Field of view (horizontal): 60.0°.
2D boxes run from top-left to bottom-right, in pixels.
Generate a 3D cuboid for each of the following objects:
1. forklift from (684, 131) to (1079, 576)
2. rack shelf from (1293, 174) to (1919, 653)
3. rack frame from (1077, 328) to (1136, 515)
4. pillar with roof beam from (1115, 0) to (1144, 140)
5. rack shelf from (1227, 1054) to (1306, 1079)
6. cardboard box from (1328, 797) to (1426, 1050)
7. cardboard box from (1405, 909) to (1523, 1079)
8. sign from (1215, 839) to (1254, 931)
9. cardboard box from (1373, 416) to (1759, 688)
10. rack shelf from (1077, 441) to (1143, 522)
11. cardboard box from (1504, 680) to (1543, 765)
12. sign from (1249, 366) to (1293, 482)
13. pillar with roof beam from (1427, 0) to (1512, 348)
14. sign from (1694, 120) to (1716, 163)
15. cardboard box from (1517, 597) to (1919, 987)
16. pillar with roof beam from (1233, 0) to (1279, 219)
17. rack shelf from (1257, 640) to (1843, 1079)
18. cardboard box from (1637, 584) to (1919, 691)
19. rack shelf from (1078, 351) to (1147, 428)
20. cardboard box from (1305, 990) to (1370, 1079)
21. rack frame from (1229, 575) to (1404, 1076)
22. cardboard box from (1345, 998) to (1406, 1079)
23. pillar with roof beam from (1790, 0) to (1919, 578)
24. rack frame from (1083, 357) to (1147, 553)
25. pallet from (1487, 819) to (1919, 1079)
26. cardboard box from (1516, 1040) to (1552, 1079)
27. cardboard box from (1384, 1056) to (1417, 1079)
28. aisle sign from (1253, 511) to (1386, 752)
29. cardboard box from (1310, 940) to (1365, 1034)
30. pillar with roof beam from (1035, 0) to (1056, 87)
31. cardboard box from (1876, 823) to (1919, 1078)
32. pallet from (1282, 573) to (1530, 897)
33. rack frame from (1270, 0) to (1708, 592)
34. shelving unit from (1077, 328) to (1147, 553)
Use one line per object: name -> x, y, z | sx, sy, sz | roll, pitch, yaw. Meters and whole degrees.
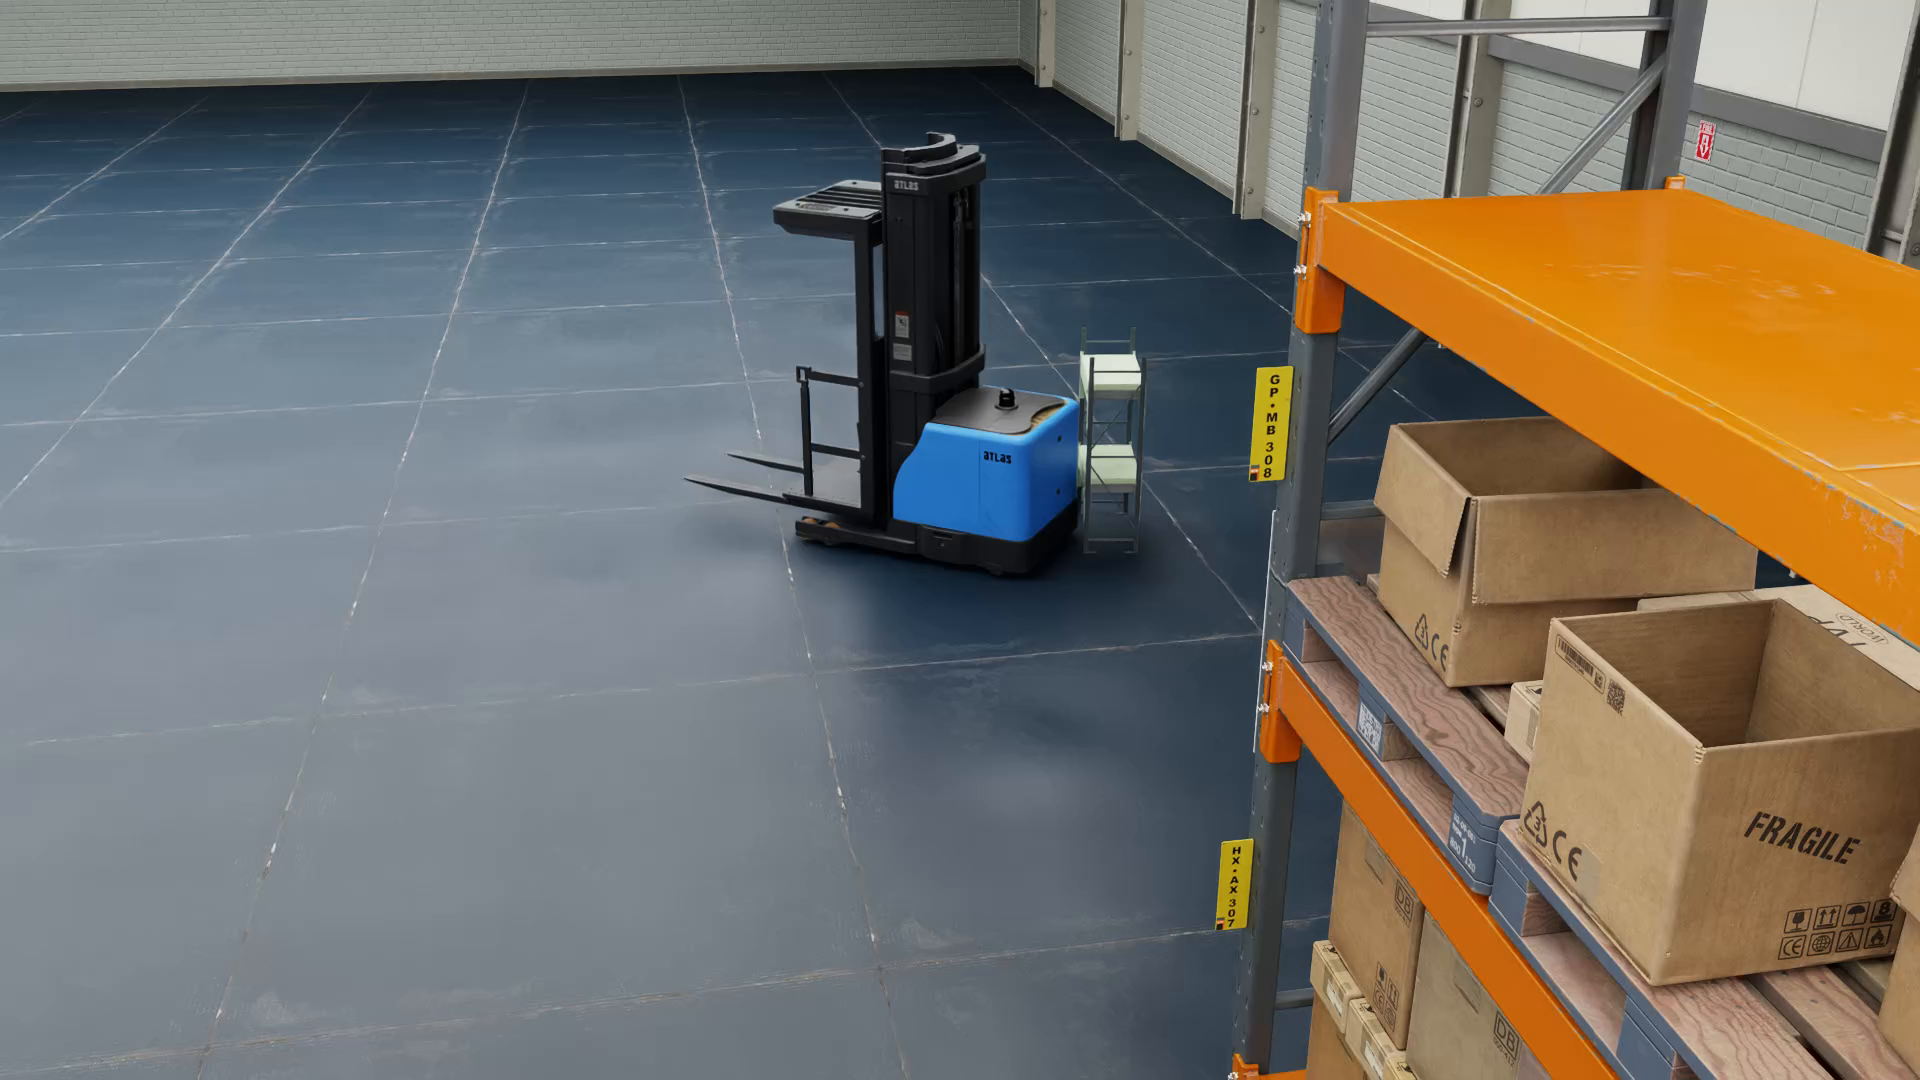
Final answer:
forklift -> -0.667, -1.480, 12.219 | 3.031, 2.935, 1.130 | 11, 26, 24
rack shelf -> 1.762, 0.009, 2.627 | 1.077, 0.370, 4.000 | -4, 24, -10
rack frame -> 1.105, -0.887, 12.650 | 0.400, 1.500, 0.023 | 0, 24, 0
pillar with roof beam -> -1.429, -10.569, 25.448 | 9.100, 9.000, 0.400 | -4, 24, -10
rack shelf -> 1.762, 2.575, 3.747 | 1.077, 0.370, 4.000 | -4, 24, -10
cardboard box -> 1.476, 1.024, 4.655 | 0.700, 0.500, 0.500 | -4, 24, -10
cardboard box -> 1.578, 1.230, 4.182 | 0.700, 0.500, 0.500 | -5, 24, -11
sign -> 0.846, 1.065, 5.127 | 0.100, 0.325, 0.005 | -4, 24, -10
cardboard box -> 1.494, 0.007, 4.153 | 0.797, 0.503, 0.637 | -3, 24, -6
rack shelf -> 1.108, -0.442, 12.445 | 0.431, 0.370, 0.720 | 0, 24, 0
cardboard box -> 1.437, 0.419, 3.653 | 0.380, 0.149, 0.250 | -4, 24, -10
sign -> 0.846, -0.314, 4.525 | 0.100, 0.325, 0.005 | -4, 24, -10
pillar with roof beam -> 0.790, -5.849, 14.641 | 9.100, 9.000, 0.400 | -4, 24, -10
sign -> 5.807, -3.106, 12.959 | 0.001, 0.298, 0.199 | -4, 24, -10
cardboard box -> 1.431, 0.455, 3.130 | 0.500, 0.500, 0.500 | -4, 24, -10
pillar with roof beam -> -0.320, -8.209, 20.044 | 9.100, 9.000, 0.400 | -4, 24, -10
rack shelf -> 1.762, 1.201, 3.147 | 1.077, 0.370, 4.000 | -4, 24, -10
cardboard box -> 1.864, 0.330, 3.730 | 0.500, 0.250, 0.500 | -4, 24, -10
rack shelf -> 1.108, -1.098, 12.158 | 0.431, 0.370, 0.720 | 0, 24, 0
cardboard box -> 1.466, 1.598, 4.962 | 0.700, 0.500, 0.500 | -4, 24, -10
rack frame -> 1.392, 1.459, 5.405 | 1.000, 3.000, 0.127 | -4, 24, -10
cardboard box -> 1.305, 1.390, 4.628 | 0.380, 0.149, 0.250 | -5, 24, -11
pillar with roof beam -> 1.899, -3.489, 9.237 | 9.100, 9.000, 0.400 | -4, 24, -10
rack frame -> 1.112, -0.594, 11.979 | 0.400, 1.500, 0.023 | 0, 24, 0
pallet -> 1.727, 0.886, 3.080 | 1.003, 0.211, 1.213 | -4, 24, -10
cardboard box -> 1.672, 1.429, 3.728 | 0.700, 0.500, 0.500 | -4, 24, -10
cardboard box -> 1.350, 1.488, 4.403 | 0.380, 0.149, 0.250 | -4, 24, -10
aisle sign -> 1.079, 0.264, 4.892 | 0.394, 0.787, 0.004 | -4, 24, -10
cardboard box -> 1.253, 1.286, 4.865 | 0.380, 0.149, 0.250 | -4, 24, -10
pillar with roof beam -> -2.539, -12.929, 30.851 | 9.100, 9.000, 0.400 | -4, 24, -10
cardboard box -> 1.951, 0.697, 2.574 | 0.797, 0.503, 0.637 | -2, 24, -4
pallet -> 1.498, 0.405, 4.181 | 1.003, 0.211, 1.213 | -4, 24, -10
rack frame -> 1.392, -1.290, 4.204 | 1.000, 3.000, 0.127 | -4, 24, -10
shelving unit -> 1.108, -0.741, 12.315 | 0.431, 1.500, 0.755 | 0, 24, 0
